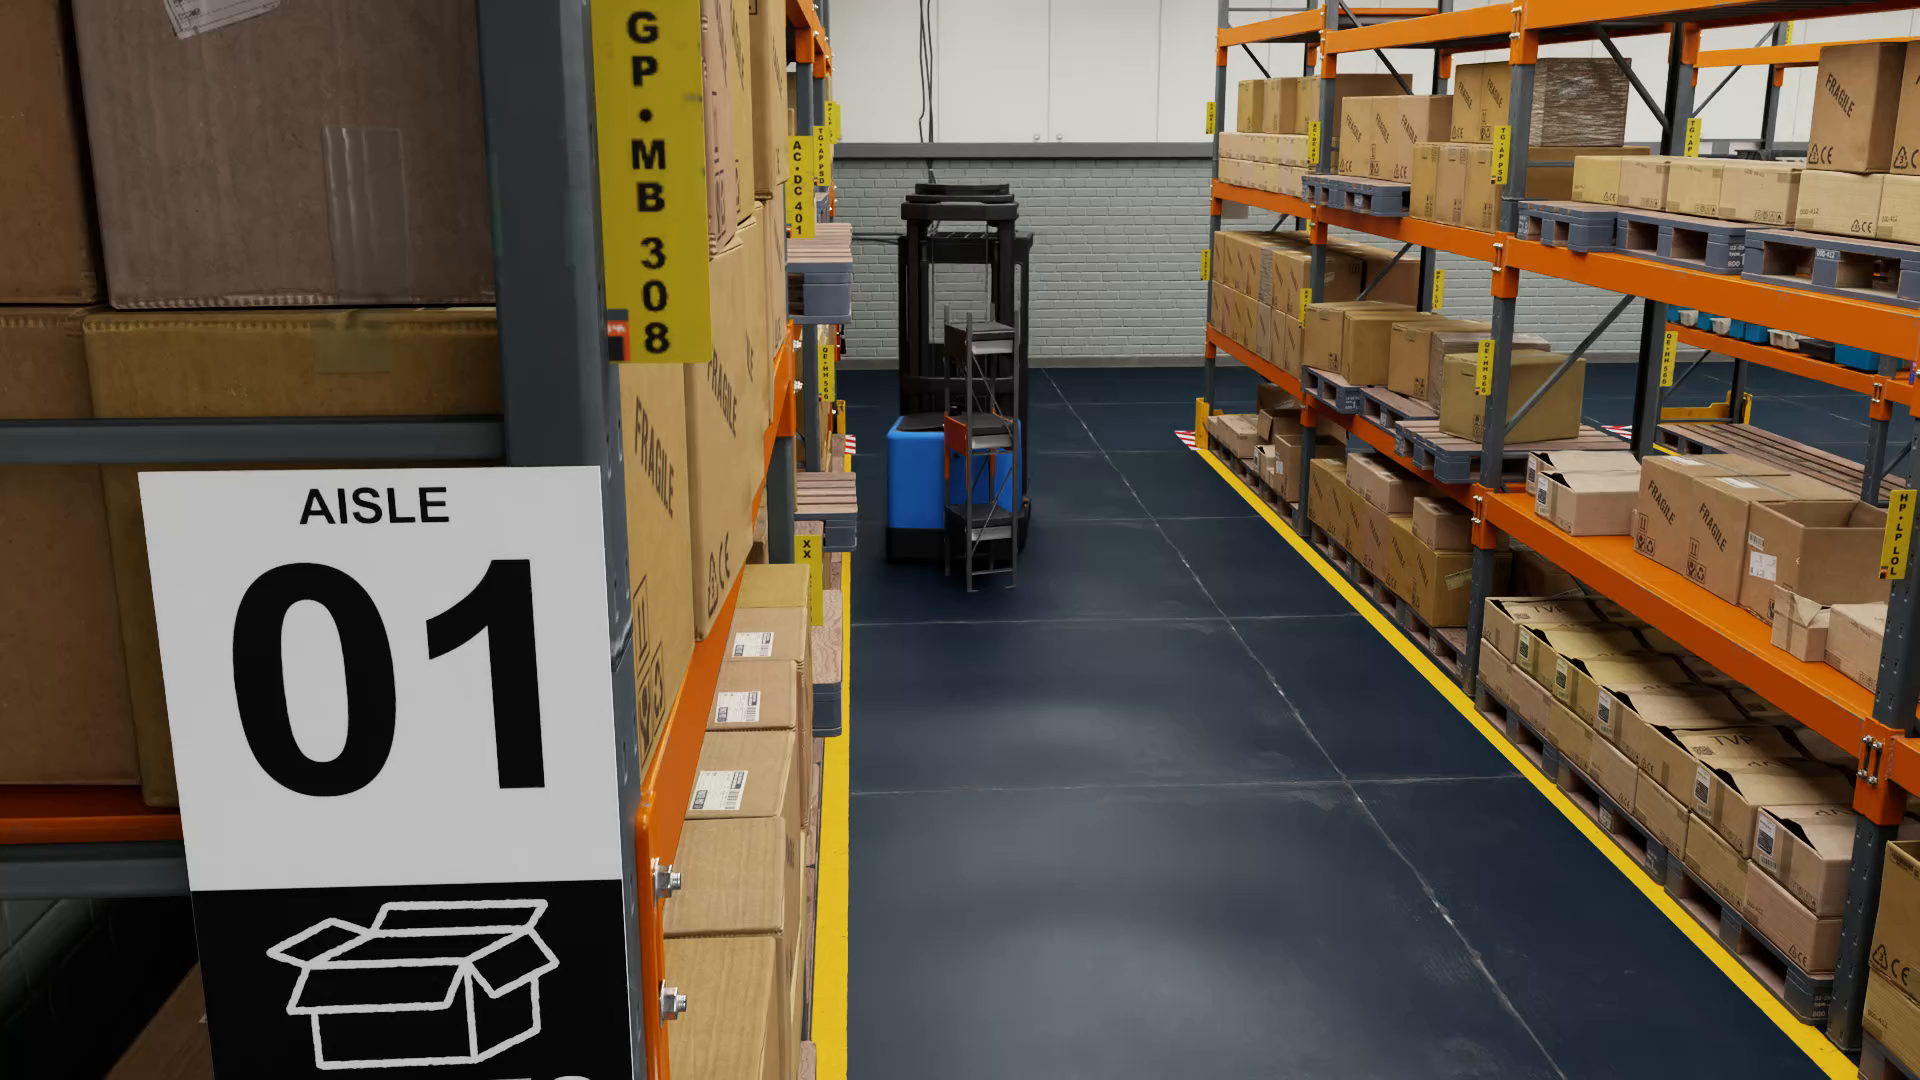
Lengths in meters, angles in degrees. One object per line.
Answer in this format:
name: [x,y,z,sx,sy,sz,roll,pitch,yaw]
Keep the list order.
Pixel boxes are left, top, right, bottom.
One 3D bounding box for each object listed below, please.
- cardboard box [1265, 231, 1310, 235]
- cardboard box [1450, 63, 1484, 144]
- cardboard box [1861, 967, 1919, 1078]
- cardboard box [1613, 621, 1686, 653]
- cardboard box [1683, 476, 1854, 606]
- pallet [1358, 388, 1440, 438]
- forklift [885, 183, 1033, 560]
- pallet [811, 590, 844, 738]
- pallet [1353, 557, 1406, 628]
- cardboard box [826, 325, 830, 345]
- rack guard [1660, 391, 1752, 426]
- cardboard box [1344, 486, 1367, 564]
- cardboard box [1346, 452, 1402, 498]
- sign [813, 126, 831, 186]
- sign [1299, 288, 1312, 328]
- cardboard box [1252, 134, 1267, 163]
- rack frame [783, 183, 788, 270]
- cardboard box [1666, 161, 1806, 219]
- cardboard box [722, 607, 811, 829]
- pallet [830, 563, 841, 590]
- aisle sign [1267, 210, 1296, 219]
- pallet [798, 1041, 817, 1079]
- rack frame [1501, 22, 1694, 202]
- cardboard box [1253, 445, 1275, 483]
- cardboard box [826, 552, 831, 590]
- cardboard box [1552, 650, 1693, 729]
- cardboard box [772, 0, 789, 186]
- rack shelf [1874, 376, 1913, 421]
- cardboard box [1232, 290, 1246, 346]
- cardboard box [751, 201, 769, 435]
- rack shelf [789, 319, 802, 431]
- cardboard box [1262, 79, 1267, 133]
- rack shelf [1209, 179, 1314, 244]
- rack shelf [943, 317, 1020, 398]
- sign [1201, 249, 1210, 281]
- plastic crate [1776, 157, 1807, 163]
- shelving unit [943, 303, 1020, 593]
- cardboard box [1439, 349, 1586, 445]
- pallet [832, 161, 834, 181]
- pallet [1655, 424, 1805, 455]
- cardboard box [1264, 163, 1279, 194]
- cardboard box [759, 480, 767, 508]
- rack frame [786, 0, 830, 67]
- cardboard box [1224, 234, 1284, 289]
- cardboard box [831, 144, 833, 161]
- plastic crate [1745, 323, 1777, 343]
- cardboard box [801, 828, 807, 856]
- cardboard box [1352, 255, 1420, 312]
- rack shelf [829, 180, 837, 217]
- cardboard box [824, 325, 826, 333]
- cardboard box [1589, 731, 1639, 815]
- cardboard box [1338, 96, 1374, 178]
cardboard box: [3.438,-2.917,17.138,0.500,0.500,0.500,-1,14,-4]
cardboard box: [3.547,-2.849,10.853,0.500,0.500,0.500,-1,14,-3]
cardboard box: [3.605,1.742,5.913,0.500,0.250,0.500,-1,14,-3]
cardboard box: [3.948,0.611,9.183,0.500,0.311,0.500,-1,14,-4]
cardboard box: [3.784,-0.002,7.813,0.500,0.500,0.500,-1,14,-3]
pallet: [3.506,-0.892,11.859,1.003,0.211,1.213,-1,14,-3]
forklift: [0.051,-1.575,14.266,1.130,2.935,3.031,1,14,5]
pallet: [-0.967,0.471,6.560,1.003,0.211,1.213,-1,14,-3]
pallet: [3.550,0.360,12.204,1.003,0.211,1.213,-1,14,-3]
cardboard box: [-1.239,-1.383,12.546,0.500,0.500,0.500,-1,14,-3]
rack guard: [8.065,-1.362,18.316,1.175,0.500,0.348,-1,14,-3]
cardboard box: [3.238,-0.118,12.598,0.500,0.500,0.500,-1,14,-3]
cardboard box: [3.232,-0.489,12.536,0.500,0.250,0.500,-1,14,-3]
sign: [-0.771,-2.135,9.247,0.100,0.325,0.005,-1,14,-3]
sign: [2.842,-1.905,13.674,0.100,0.325,0.005,-1,14,-3]
cardboard box: [2.996,-3.608,15.309,0.500,0.250,0.500,-1,14,-3]
rack frame: [-1.065,-2.335,5.041,1.000,3.000,0.127,-1,14,-3]
cardboard box: [3.790,-1.700,8.054,0.500,0.250,0.500,-1,14,-5]
cardboard box: [-0.690,0.507,4.791,0.500,0.500,0.500,-1,14,-4]
pallet: [-1.359,0.426,11.945,1.003,0.211,1.213,-1,14,-3]
aisle sign: [3.437,-3.772,17.449,0.394,0.787,0.004,-1,14,-3]
pallet: [-0.988,2.088,5.489,1.003,0.211,1.213,-1,14,-3]
rack frame: [3.631,-3.407,9.208,1.000,3.000,0.127,-1,14,-3]
cardboard box: [3.019,-0.731,15.361,0.500,0.311,0.500,-1,14,-3]
cardboard box: [-1.275,0.011,11.436,0.750,0.750,0.750,-1,14,-4]
cardboard box: [3.441,0.747,8.652,0.500,0.311,0.500,-1,14,-5]
cardboard box: [-0.718,-1.167,4.275,0.500,0.500,0.500,0,14,0]
rack shelf: [8.451,-0.726,12.272,1.077,0.370,4.000,-1,14,-3]
cardboard box: [2.965,-2.172,16.248,0.500,0.500,0.500,-1,14,-4]
cardboard box: [-0.676,-0.428,3.411,0.500,0.500,0.500,0,14,0]
rack shelf: [-1.189,-1.031,7.437,1.077,0.370,4.000,-1,14,-3]
cardboard box: [3.268,-4.101,15.717,0.700,0.500,0.500,-1,14,-3]
rack shelf: [3.260,-3.098,15.471,1.077,0.370,4.000,-1,14,-3]
rack shelf: [0.157,-1.361,12.349,0.431,0.518,0.480,-5,15,-19]
sign: [2.594,-2.902,17.548,0.100,0.325,0.005,-1,14,-3]
plastic crate: [7.909,-3.406,15.462,0.437,0.282,0.530,-1,14,-3]
shelving unit: [0.157,-0.697,12.520,0.431,2.100,0.503,-5,15,-19]
cardboard box: [3.480,-0.908,10.493,0.700,0.500,0.500,-6,16,-22]
pallet: [-1.752,-3.639,16.308,1.003,0.211,1.213,-1,14,-3]
pallet: [8.092,-1.010,17.530,1.003,0.211,1.213,-1,14,-3]
cardboard box: [3.028,-3.242,14.888,0.500,0.250,0.500,-1,14,-3]
cardboard box: [-1.090,0.043,6.756,0.700,0.500,0.500,1,14,2]
rack frame: [-1.808,-5.319,16.640,1.000,3.000,0.127,-1,14,-3]
cardboard box: [2.940,-2.779,16.602,0.500,0.500,0.500,-1,14,-3]
cardboard box: [-1.427,-3.609,15.270,0.500,0.250,0.500,-1,14,-5]
plastic crate: [7.867,-2.046,16.174,0.416,0.233,0.300,-1,14,-3]
cardboard box: [-0.710,0.871,4.883,0.500,0.250,0.500,-1,14,-3]
cardboard box: [3.635,-2.150,14.157,0.500,0.500,0.500,-1,14,-2]
rack shelf: [-1.684,-3.021,15.170,1.077,0.370,4.000,-1,14,-3]
cardboard box: [-1.223,-1.618,11.952,0.500,0.250,0.500,-1,14,-2]
cardboard box: [3.472,1.143,8.238,0.500,0.250,0.500,-1,14,-2]
cardboard box: [3.341,-3.123,12.880,0.600,0.600,0.600,-2,15,-9]
